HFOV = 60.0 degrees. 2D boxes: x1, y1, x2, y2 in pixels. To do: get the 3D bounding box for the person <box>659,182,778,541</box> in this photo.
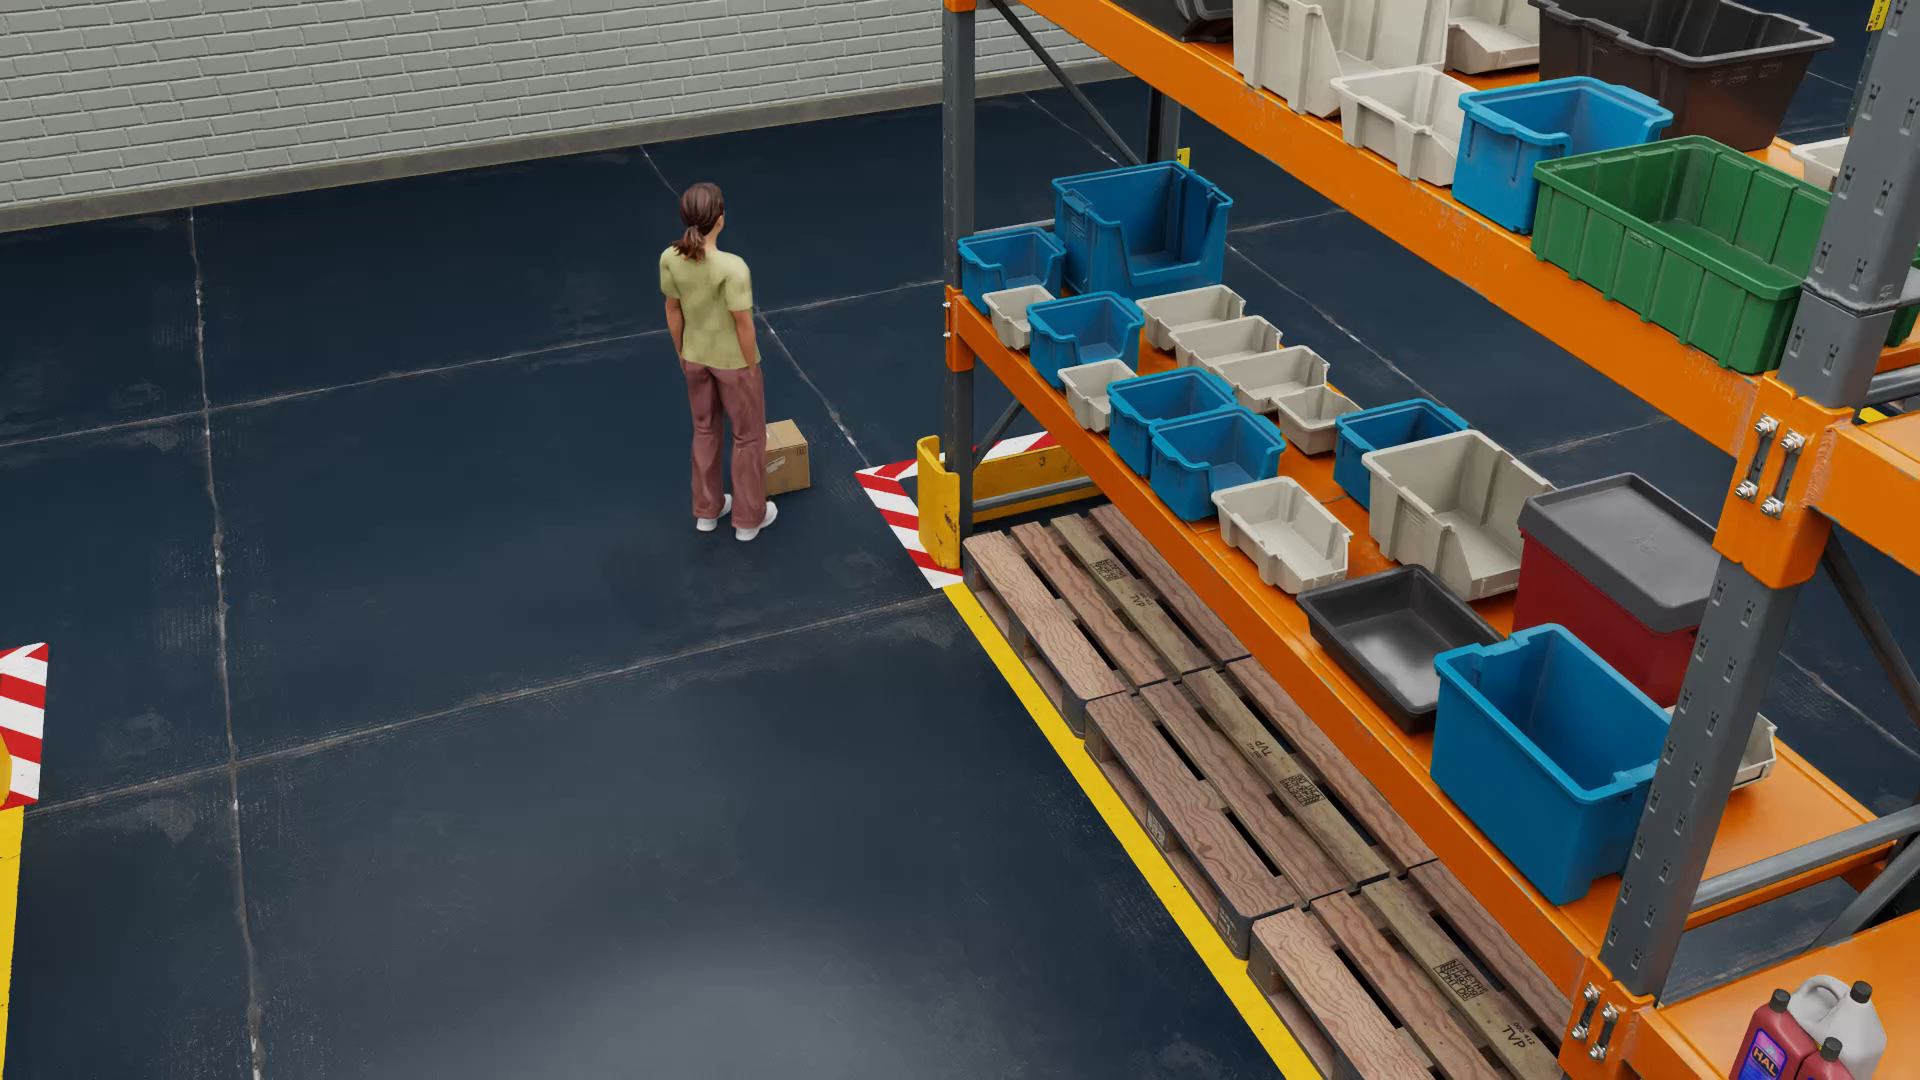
[{"bbox_3d":[-1.065,-0.770,7.312,0.440,1.675,0.362,14,36,20],"label":"person"}]
